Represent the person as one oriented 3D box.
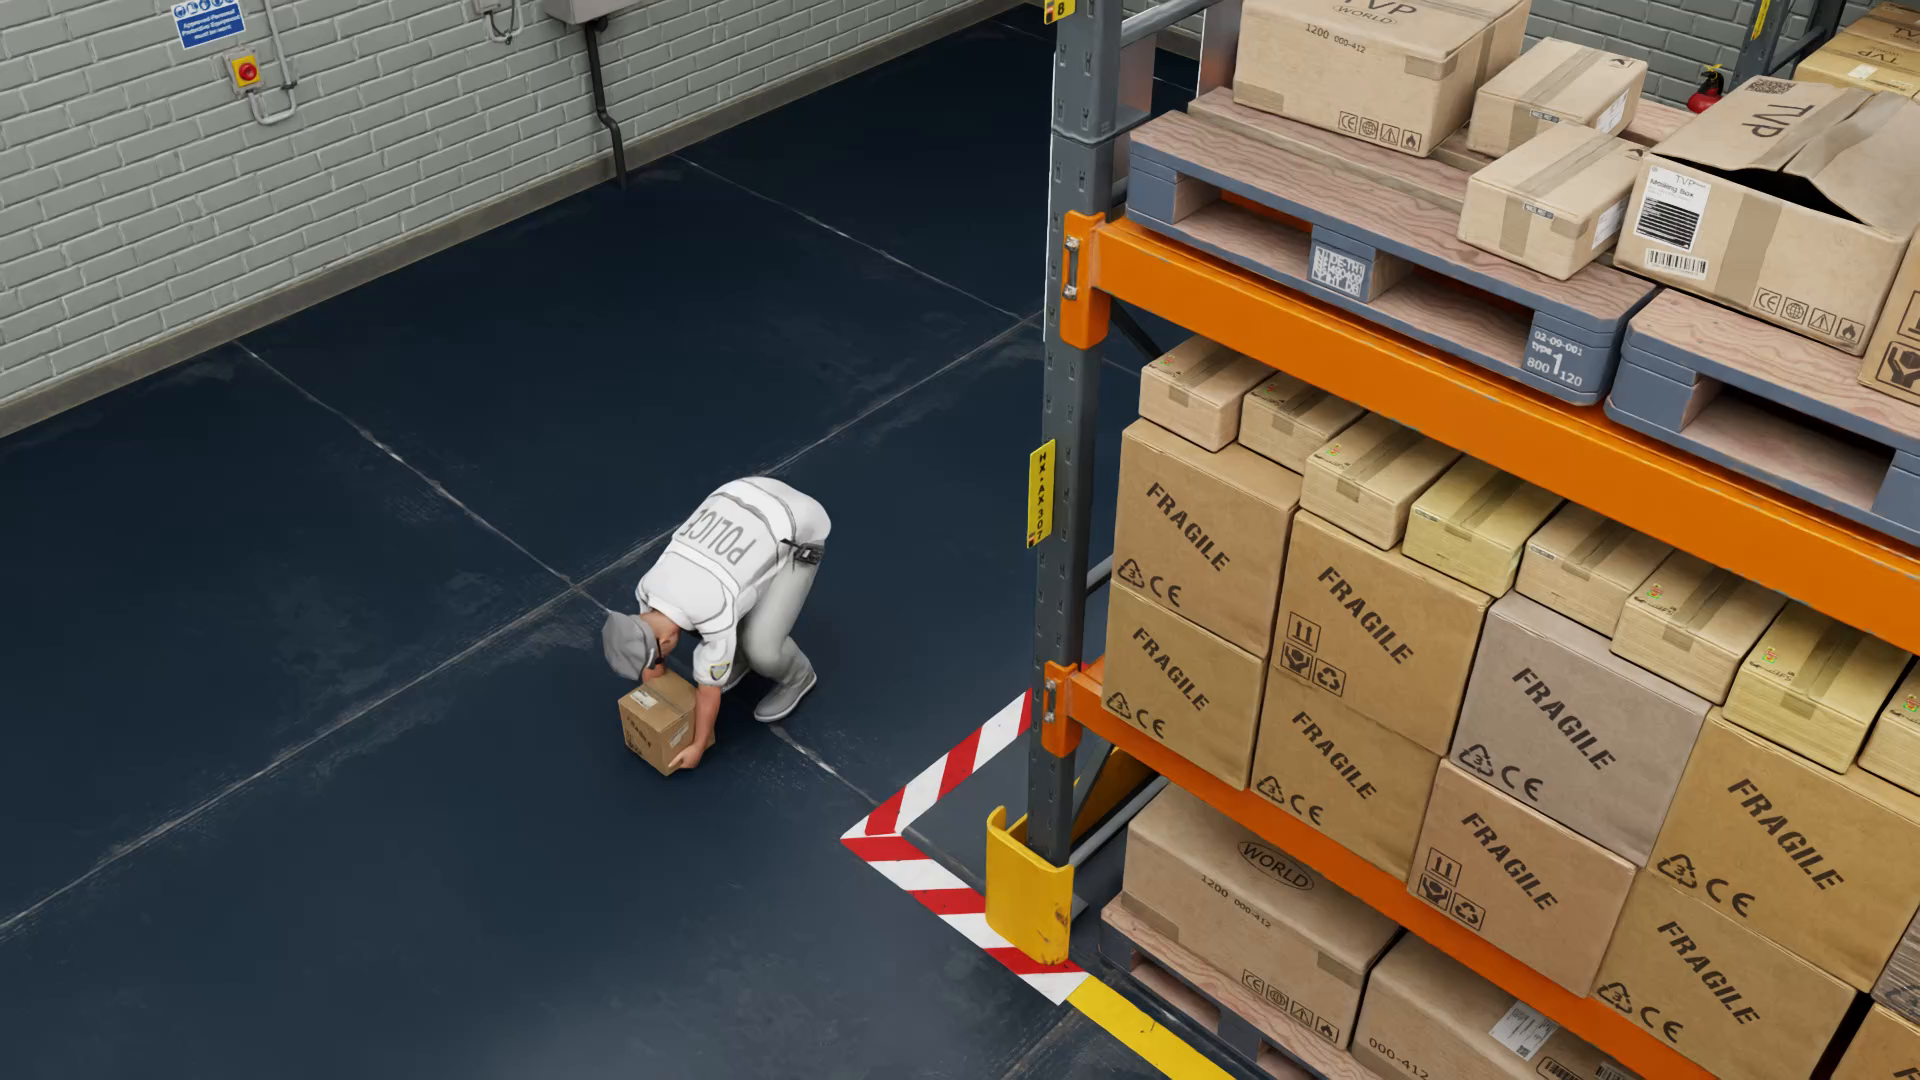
[{"bbox_3d":[-0.921,0.314,6.408,0.533,0.939,1.023,28,47,30],"label":"person"}]
